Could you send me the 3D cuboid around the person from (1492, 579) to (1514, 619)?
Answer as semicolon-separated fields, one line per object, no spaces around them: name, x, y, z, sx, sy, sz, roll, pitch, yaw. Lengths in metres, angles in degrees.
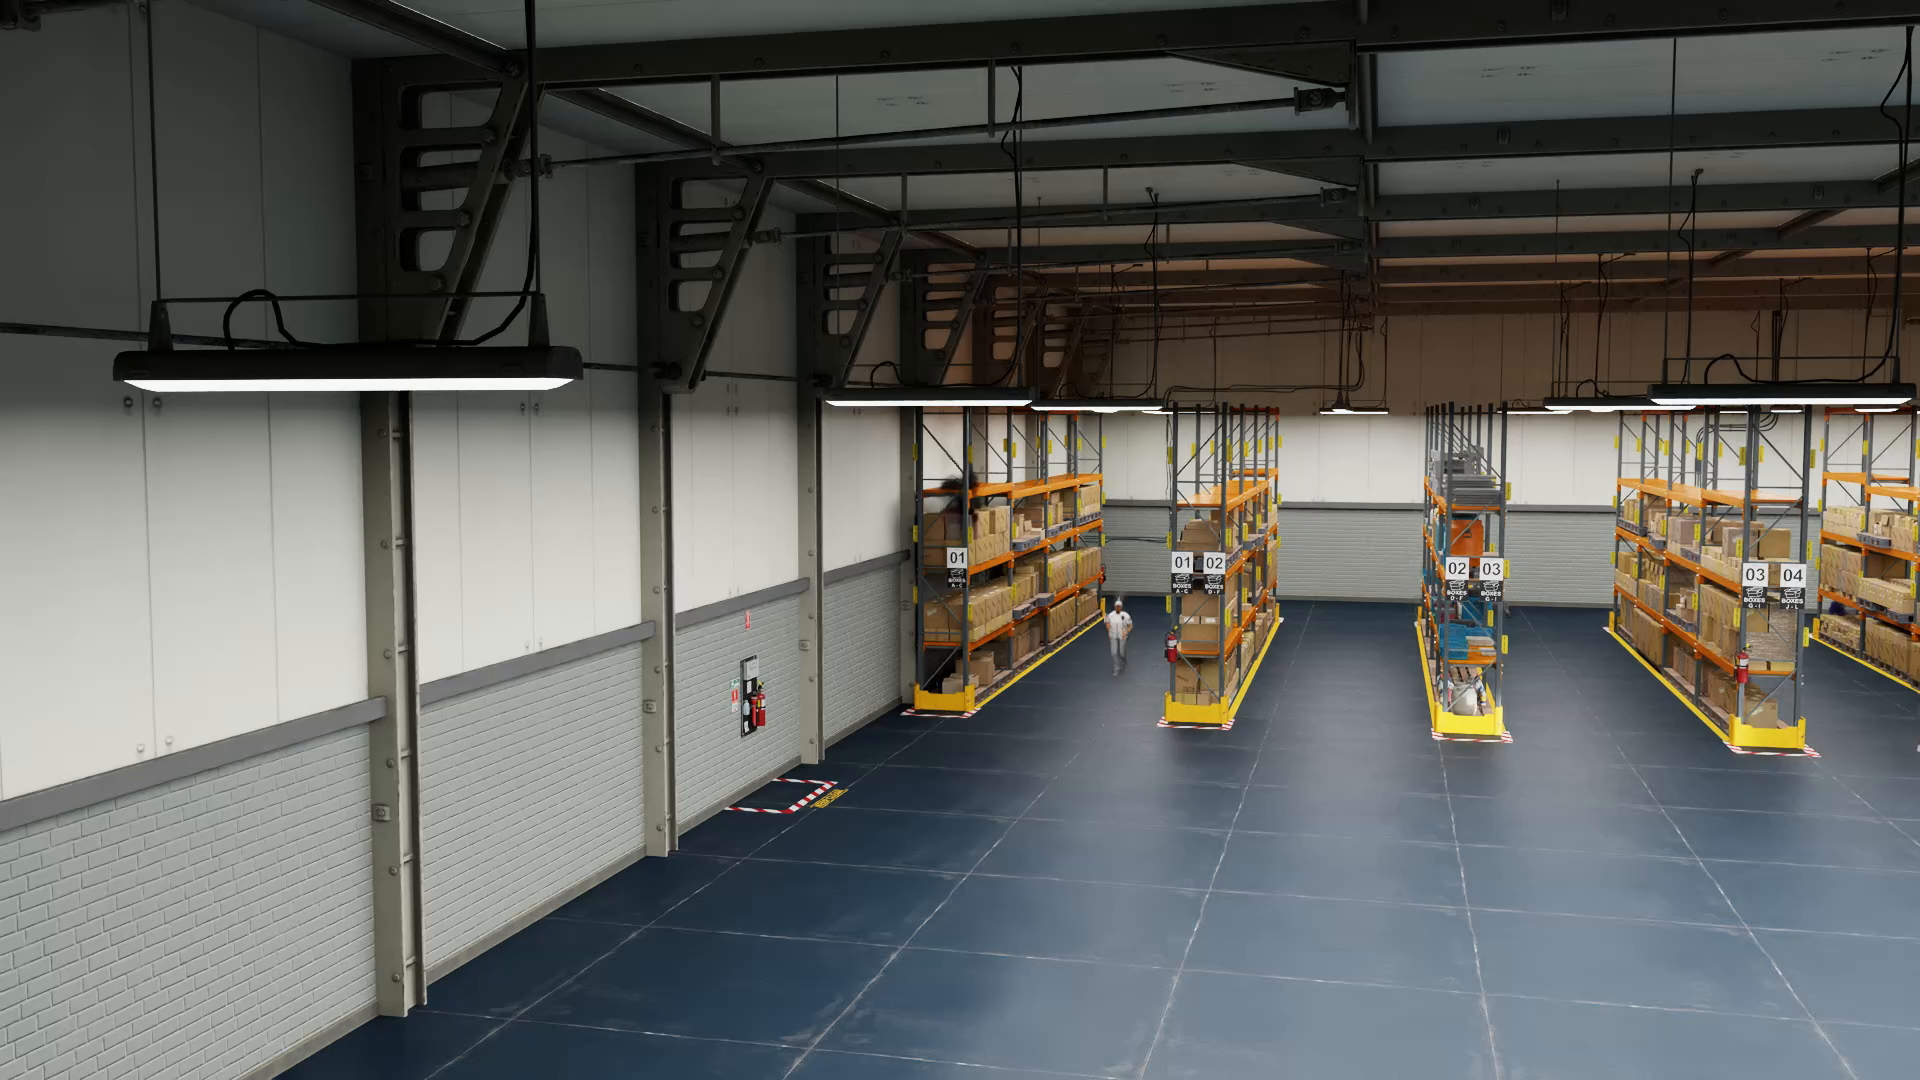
person;15.372;1.357;47.696;1.126;1.727;0.627;3;5;31

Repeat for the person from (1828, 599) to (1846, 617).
person;23.331;1.635;44.164;0.849;1.691;0.599;1;4;12

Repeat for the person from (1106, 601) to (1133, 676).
person;3.542;2.174;37.076;0.618;1.648;0.742;1;4;14
